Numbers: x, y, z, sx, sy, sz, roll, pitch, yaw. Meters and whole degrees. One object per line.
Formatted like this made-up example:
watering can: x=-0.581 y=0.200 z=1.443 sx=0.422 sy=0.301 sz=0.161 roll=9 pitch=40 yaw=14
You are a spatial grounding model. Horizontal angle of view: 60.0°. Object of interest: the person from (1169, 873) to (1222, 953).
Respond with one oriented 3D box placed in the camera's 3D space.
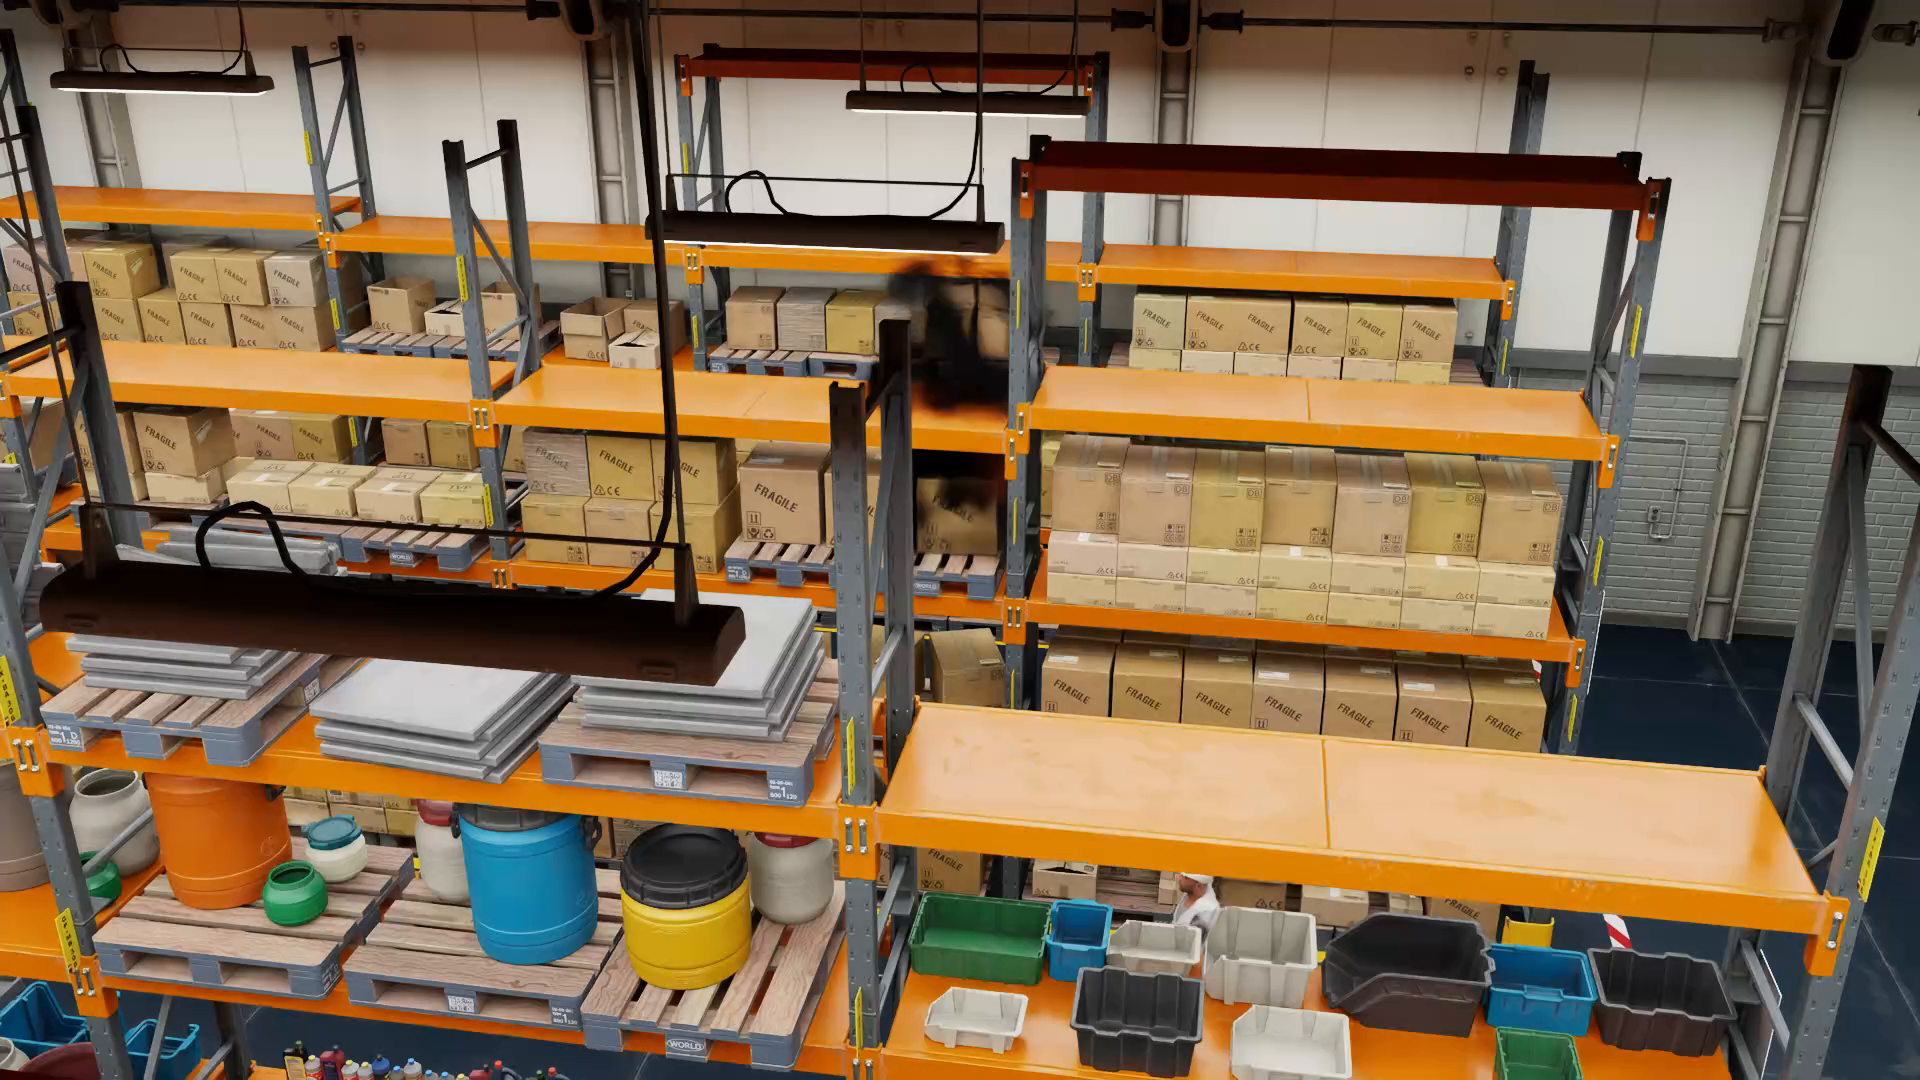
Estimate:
person: x=1.552 y=2.898 z=11.270 sx=0.710 sy=1.737 sz=0.651 roll=1 pitch=23 yaw=3
